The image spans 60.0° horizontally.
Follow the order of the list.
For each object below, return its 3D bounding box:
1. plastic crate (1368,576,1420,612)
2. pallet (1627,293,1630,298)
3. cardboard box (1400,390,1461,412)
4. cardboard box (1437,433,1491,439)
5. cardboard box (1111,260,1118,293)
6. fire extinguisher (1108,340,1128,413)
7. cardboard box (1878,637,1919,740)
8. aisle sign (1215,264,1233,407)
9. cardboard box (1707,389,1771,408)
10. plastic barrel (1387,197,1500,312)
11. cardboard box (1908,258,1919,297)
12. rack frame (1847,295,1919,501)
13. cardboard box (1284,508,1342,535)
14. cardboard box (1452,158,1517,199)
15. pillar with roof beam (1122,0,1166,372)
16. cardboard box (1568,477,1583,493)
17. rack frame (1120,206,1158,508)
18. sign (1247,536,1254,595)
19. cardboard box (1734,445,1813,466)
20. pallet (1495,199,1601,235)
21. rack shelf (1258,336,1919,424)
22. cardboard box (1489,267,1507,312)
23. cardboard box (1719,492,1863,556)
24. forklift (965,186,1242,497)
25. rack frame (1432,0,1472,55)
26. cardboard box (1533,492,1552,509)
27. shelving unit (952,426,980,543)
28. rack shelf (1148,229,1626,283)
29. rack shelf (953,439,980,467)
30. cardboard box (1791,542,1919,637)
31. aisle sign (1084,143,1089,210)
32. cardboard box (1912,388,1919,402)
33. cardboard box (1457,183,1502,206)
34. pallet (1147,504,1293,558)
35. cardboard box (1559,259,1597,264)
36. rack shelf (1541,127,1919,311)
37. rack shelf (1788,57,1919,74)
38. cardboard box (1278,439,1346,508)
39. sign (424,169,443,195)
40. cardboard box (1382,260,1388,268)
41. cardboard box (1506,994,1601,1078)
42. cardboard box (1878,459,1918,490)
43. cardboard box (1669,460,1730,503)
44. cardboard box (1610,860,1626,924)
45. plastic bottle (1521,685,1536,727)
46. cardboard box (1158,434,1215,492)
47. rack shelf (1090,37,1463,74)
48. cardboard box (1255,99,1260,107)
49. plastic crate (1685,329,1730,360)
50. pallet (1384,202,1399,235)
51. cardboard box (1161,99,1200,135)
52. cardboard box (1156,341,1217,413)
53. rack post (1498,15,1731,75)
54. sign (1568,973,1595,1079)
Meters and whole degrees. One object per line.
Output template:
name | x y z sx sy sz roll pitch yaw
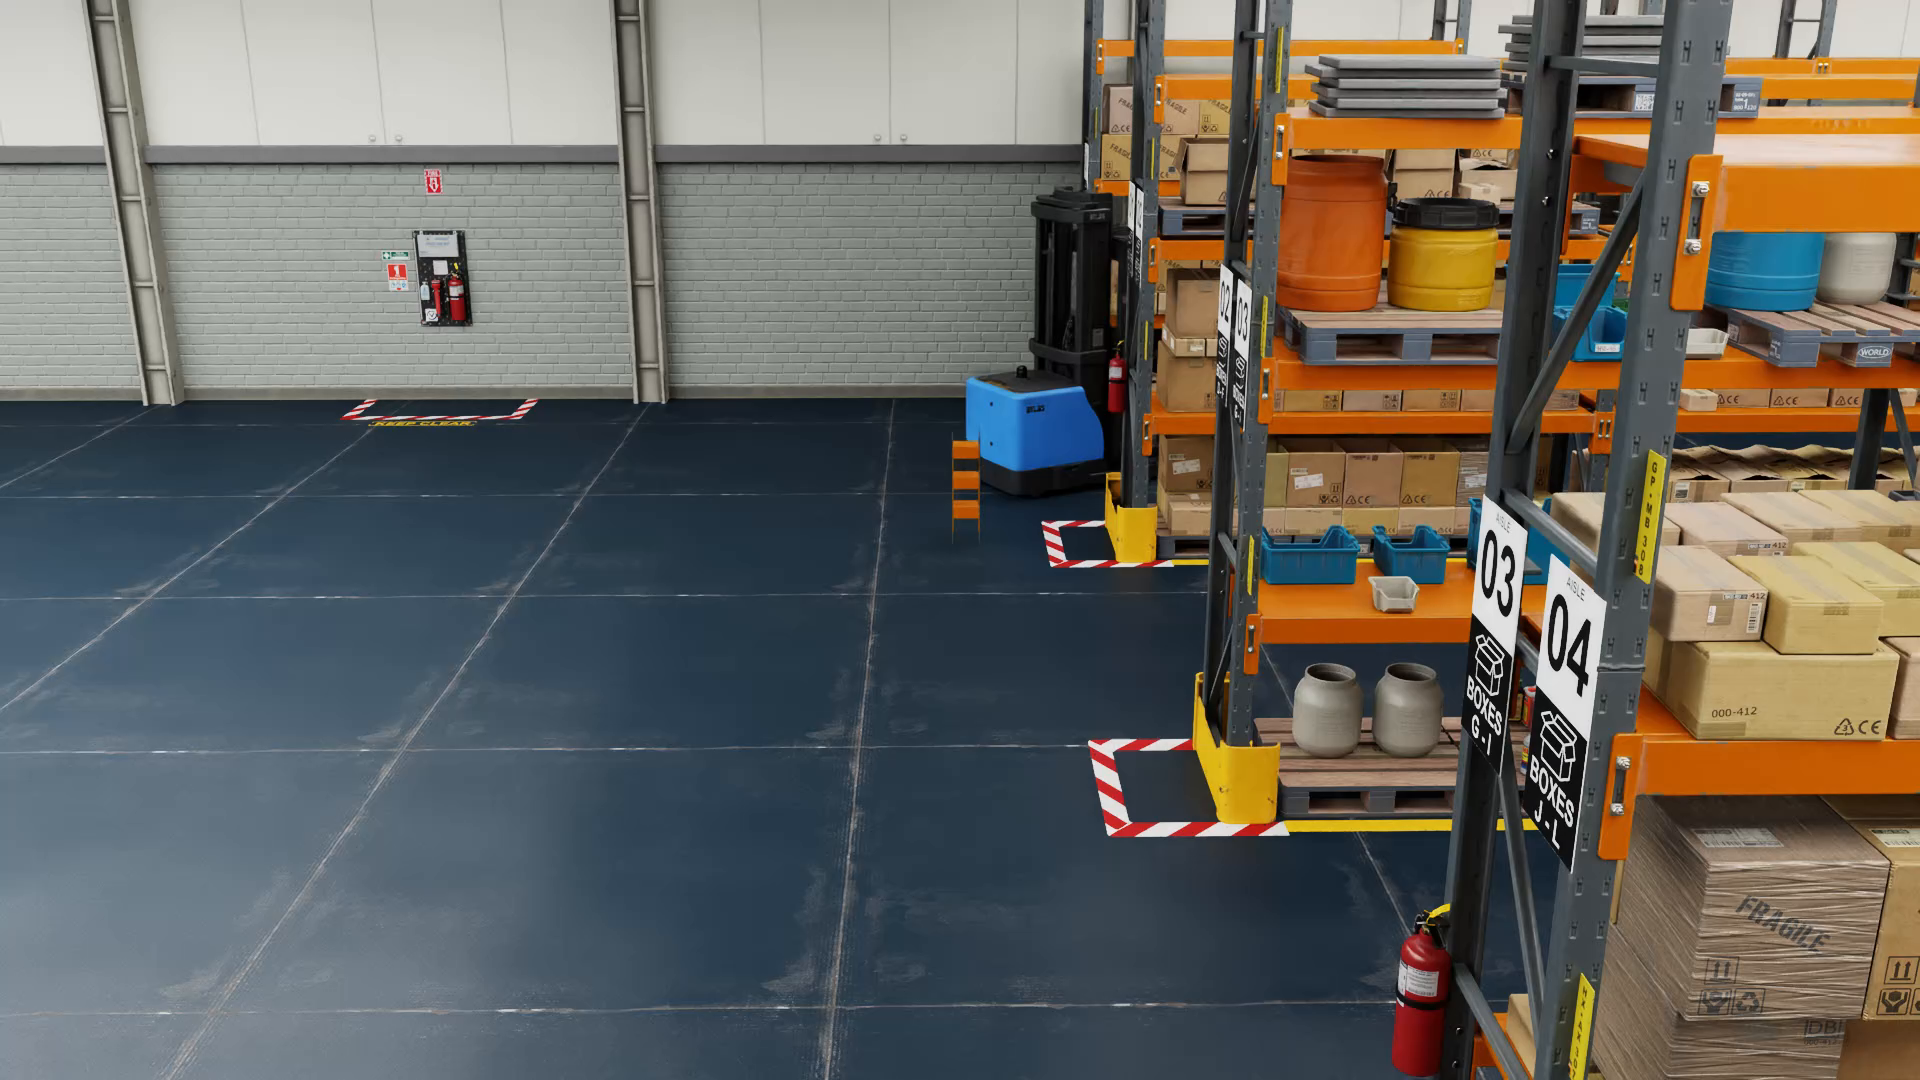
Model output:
plastic crate | 2.544 0.327 9.750 0.250 0.136 0.298 0 18 -1
pallet | 7.508 -2.843 19.516 1.213 0.211 1.003 0 18 -1
cardboard box | 4.097 -1.462 14.733 0.500 0.500 0.700 0 18 0
cardboard box | 4.601 -0.761 15.297 0.500 0.500 0.500 0 18 -1
cardboard box | 1.970 -3.124 19.062 0.500 0.500 0.500 0 18 -1
fire extinguisher | 1.444 -1.509 15.171 0.183 0.674 0.296 0 18 -1
cardboard box | 2.724 0.336 4.627 0.500 0.250 0.500 -1 18 -2
aisle sign | 1.568 -1.220 9.888 0.004 0.787 0.394 0 18 -1
cardboard box | 6.864 -1.473 14.768 0.500 0.500 0.500 1 18 3
plastic barrel | 2.782 -1.654 9.590 0.600 0.588 0.600 0 18 0
cardboard box | 10.997 -3.081 19.261 0.500 0.500 0.500 0 18 -1
rack frame | 5.644 0.089 10.063 0.127 3.000 1.000 0 18 -1
cardboard box | 3.109 -0.236 14.889 0.500 0.250 0.500 0 18 -1
cardboard box | 4.522 -3.152 14.484 0.500 0.311 0.500 -1 18 -4
pillar with roof beam | 2.242 -4.727 15.254 0.400 9.000 9.100 0 18 -1
cardboard box | 5.979 -0.405 15.417 0.500 0.250 0.500 0 18 -1
rack frame | 1.570 -1.405 14.719 0.127 3.000 1.000 0 18 -1
sign | 1.649 0.144 9.437 0.005 0.325 0.100 0 18 -1
cardboard box | 7.492 -0.679 15.351 0.500 0.311 0.500 0 18 -2
pallet | 4.717 -2.798 14.297 1.213 0.211 1.003 0 18 -1
rack shelf | 3.644 -0.987 9.685 4.000 0.370 1.077 0 18 -1
cardboard box | 4.621 -2.083 14.544 0.500 0.500 0.700 0 18 -1
cardboard box | 2.529 -0.023 5.093 0.250 0.149 0.380 -1 18 -3
forklift | 1.578 -2.133 17.102 3.031 2.935 1.130 -10 20 -29
rack frame | 5.488 -5.794 18.579 0.127 3.000 1.000 0 18 -1
cardboard box | 5.109 -0.246 14.920 0.500 0.250 0.500 0 18 -1
shelving unit | 0.053 -0.500 15.090 0.252 1.050 0.215 0 18 -1
rack shelf | 3.570 -2.500 14.401 4.000 0.370 1.077 0 18 -1
rack shelf | 0.053 -0.760 15.007 0.240 0.259 0.215 0 18 -1
cardboard box | 2.513 0.133 4.608 0.250 0.149 0.380 -1 18 -2
aisle sign | 1.421 -4.064 18.751 0.004 0.787 0.394 0 18 -1
cardboard box | 8.672 -1.456 15.024 0.500 0.311 0.500 0 18 -2
cardboard box | 4.368 -2.910 13.995 0.250 0.149 0.380 0 18 -1
pallet | 2.334 -0.094 15.196 1.213 0.211 1.003 0 18 -1
cardboard box | 7.214 -3.200 19.429 0.500 0.500 0.700 2 18 7
rack shelf | 3.722 -0.901 4.511 4.000 0.370 1.077 0 18 -1
rack shelf | 11.487 -5.290 18.840 4.000 0.370 1.077 0 18 -1
cardboard box | 3.109 -0.597 14.786 0.500 0.500 0.500 0 18 -1
sign | -6.306 -4.290 19.919 0.199 0.298 0.001 0 18 -1
cardboard box | 5.020 -3.136 19.099 0.500 0.500 0.500 0 18 -1
cardboard box | 2.004 1.676 5.526 0.250 0.149 0.380 0 18 -1
cardboard box | 8.530 -0.519 14.853 0.500 0.311 0.500 -1 18 -2
cardboard box | 6.487 -0.509 14.821 0.500 0.311 0.500 0 18 -2
cardboard box | 2.269 0.877 5.317 0.500 0.500 0.500 0 18 -1
plastic bottle | 3.726 1.060 10.774 0.135 0.276 0.152 0 18 0
cardboard box | 2.101 -0.746 15.252 0.500 0.500 0.500 0 18 -1
rack shelf | 3.488 -5.440 18.659 4.000 0.370 1.077 0 18 -1
cardboard box | 3.457 -4.963 19.067 0.500 0.500 0.500 0 18 -1
plastic crate | 4.045 -1.083 9.236 0.396 0.136 0.243 0 18 -1
pallet | 3.500 -2.793 14.281 1.213 0.211 1.003 0 18 -1
cardboard box | 2.379 -4.794 18.540 0.500 0.500 0.500 0 18 -1
cardboard box | 2.037 -1.451 14.699 0.500 0.500 0.700 0 18 -1
rack post | 3.581 -2.732 9.157 0.954 0.300 0.937 -1 18 -2
sign | 1.731 1.374 4.638 0.005 0.325 0.100 0 18 -1
